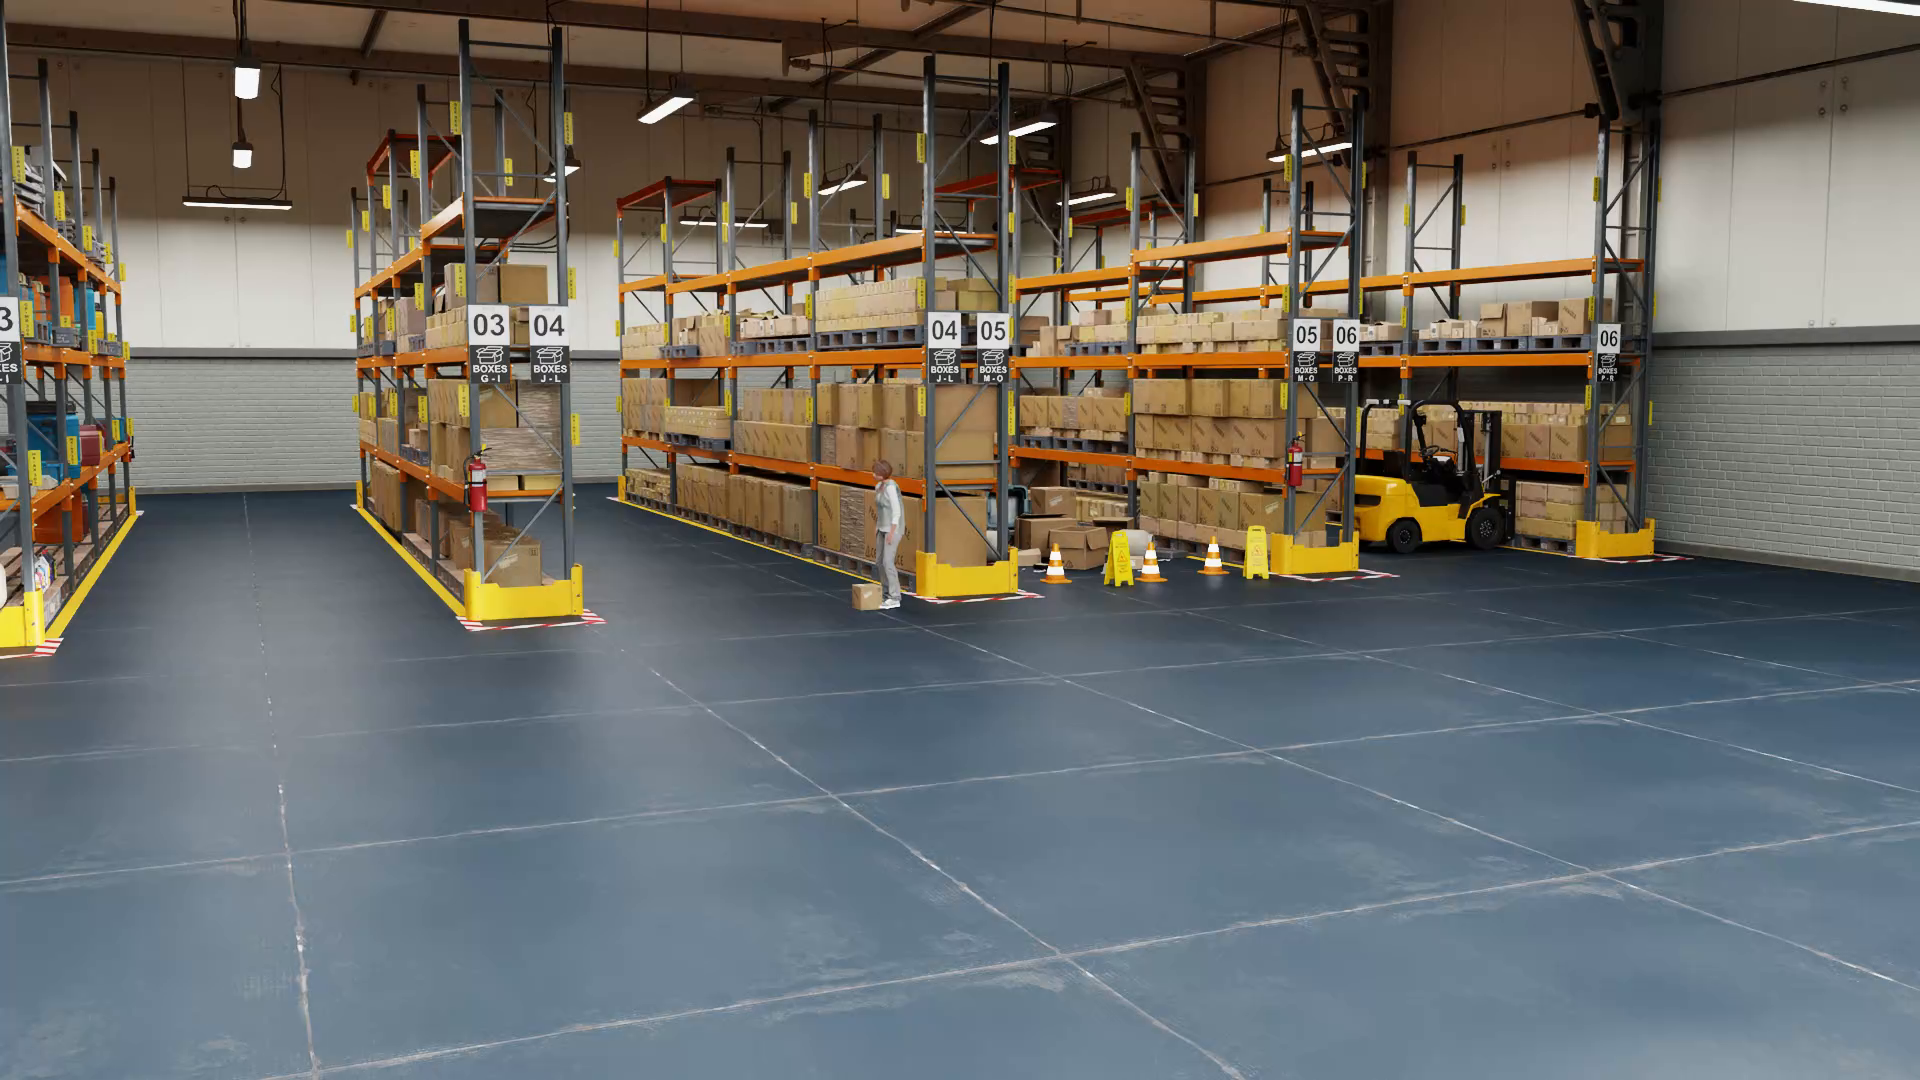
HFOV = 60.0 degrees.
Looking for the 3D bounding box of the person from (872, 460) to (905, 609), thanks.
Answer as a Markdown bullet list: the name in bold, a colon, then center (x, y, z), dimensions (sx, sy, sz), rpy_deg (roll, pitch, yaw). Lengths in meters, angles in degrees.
- **person**: center (-0.783, -0.068, 17.909), dimensions (0.345, 1.592, 0.464), rpy_deg (-2, 6, -24)
